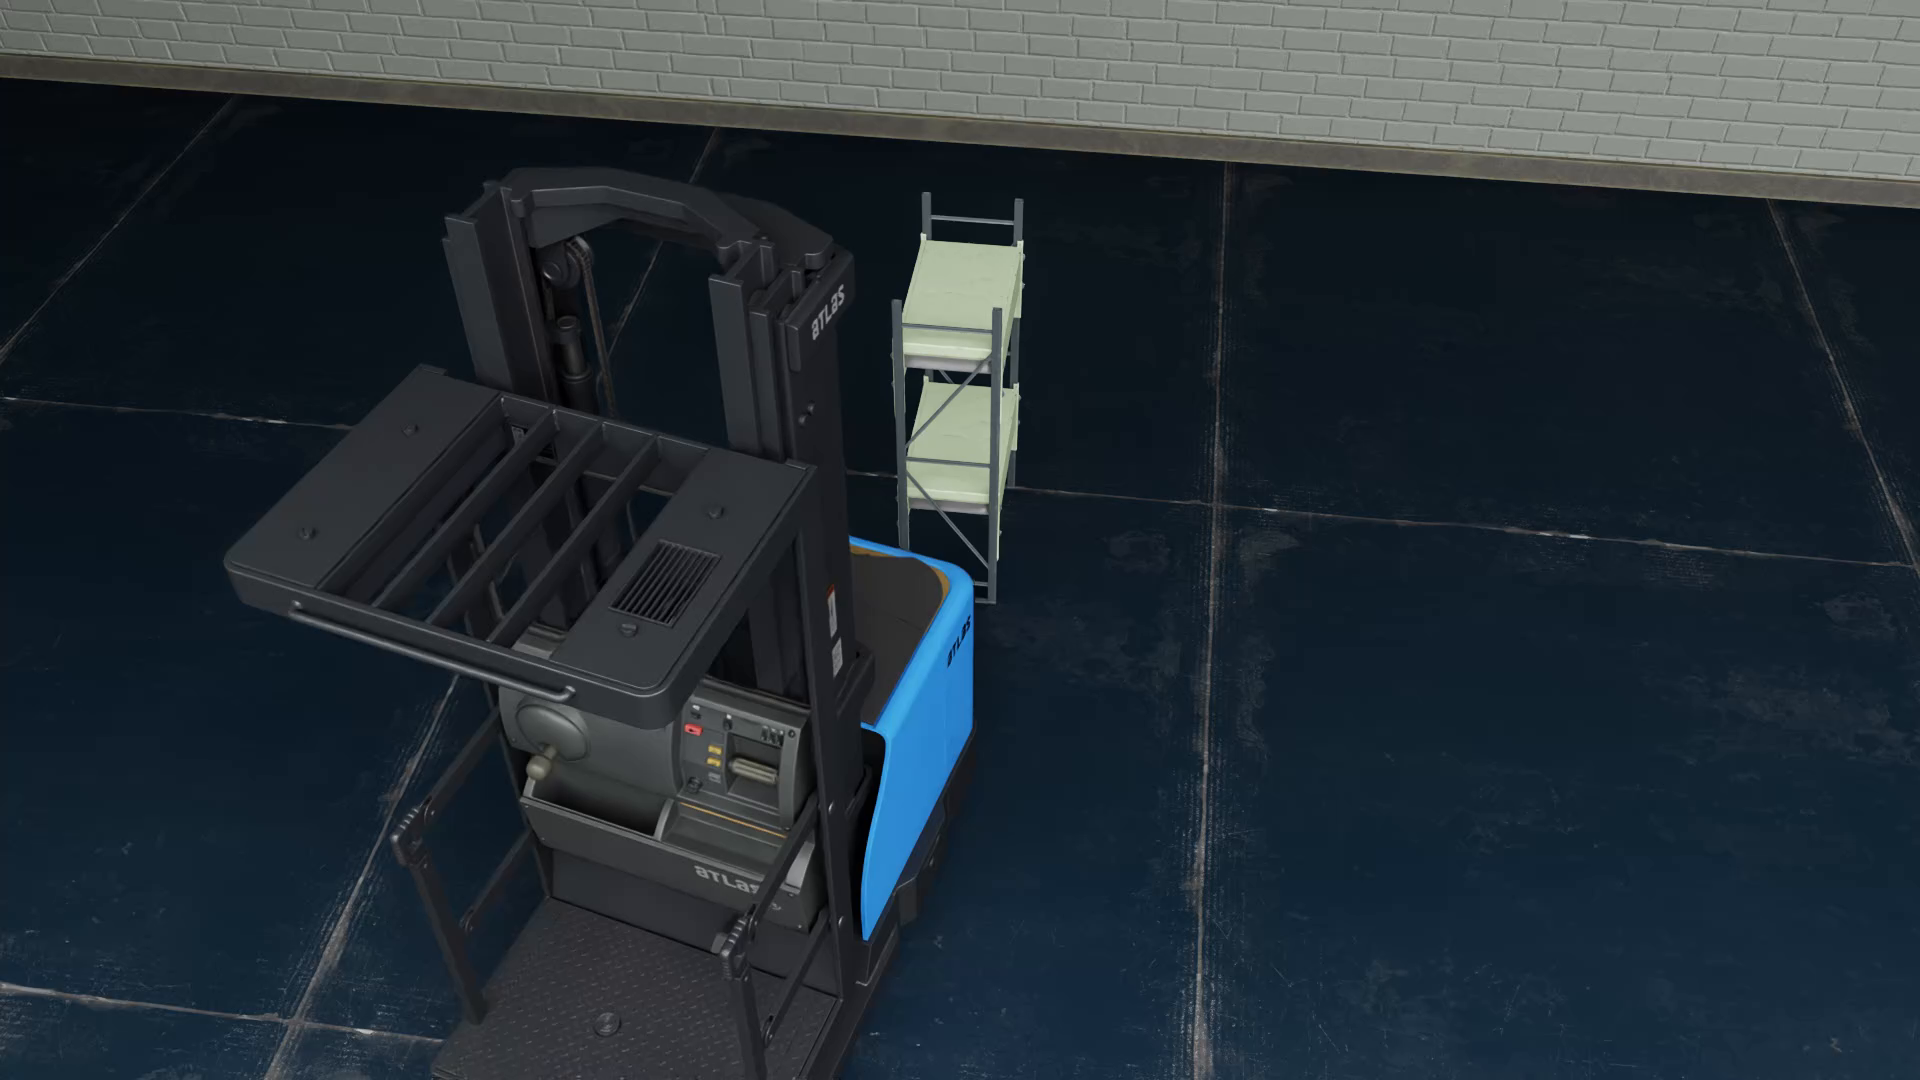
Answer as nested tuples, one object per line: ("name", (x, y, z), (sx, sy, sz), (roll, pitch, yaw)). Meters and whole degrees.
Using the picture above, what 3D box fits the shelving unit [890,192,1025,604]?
("shelving unit", (0.001, -0.549, 6.761), (0.431, 1.500, 0.755), (5, 44, 6))

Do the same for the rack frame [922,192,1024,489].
("rack frame", (0.049, -0.799, 7.025), (0.400, 1.500, 0.023), (5, 44, 6))

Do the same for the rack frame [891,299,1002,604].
("rack frame", (-0.048, -0.300, 6.498), (0.400, 1.500, 0.023), (5, 44, 6))

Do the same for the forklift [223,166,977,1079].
("forklift", (-0.943, 0.636, 4.468), (1.130, 2.935, 3.031), (15, 45, 15))

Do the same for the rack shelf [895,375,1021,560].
("rack shelf", (0.001, -0.312, 6.985), (0.431, 0.370, 0.720), (5, 44, 6))

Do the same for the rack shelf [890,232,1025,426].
("rack shelf", (0.001, -0.833, 6.493), (0.431, 0.370, 0.720), (5, 44, 6))
